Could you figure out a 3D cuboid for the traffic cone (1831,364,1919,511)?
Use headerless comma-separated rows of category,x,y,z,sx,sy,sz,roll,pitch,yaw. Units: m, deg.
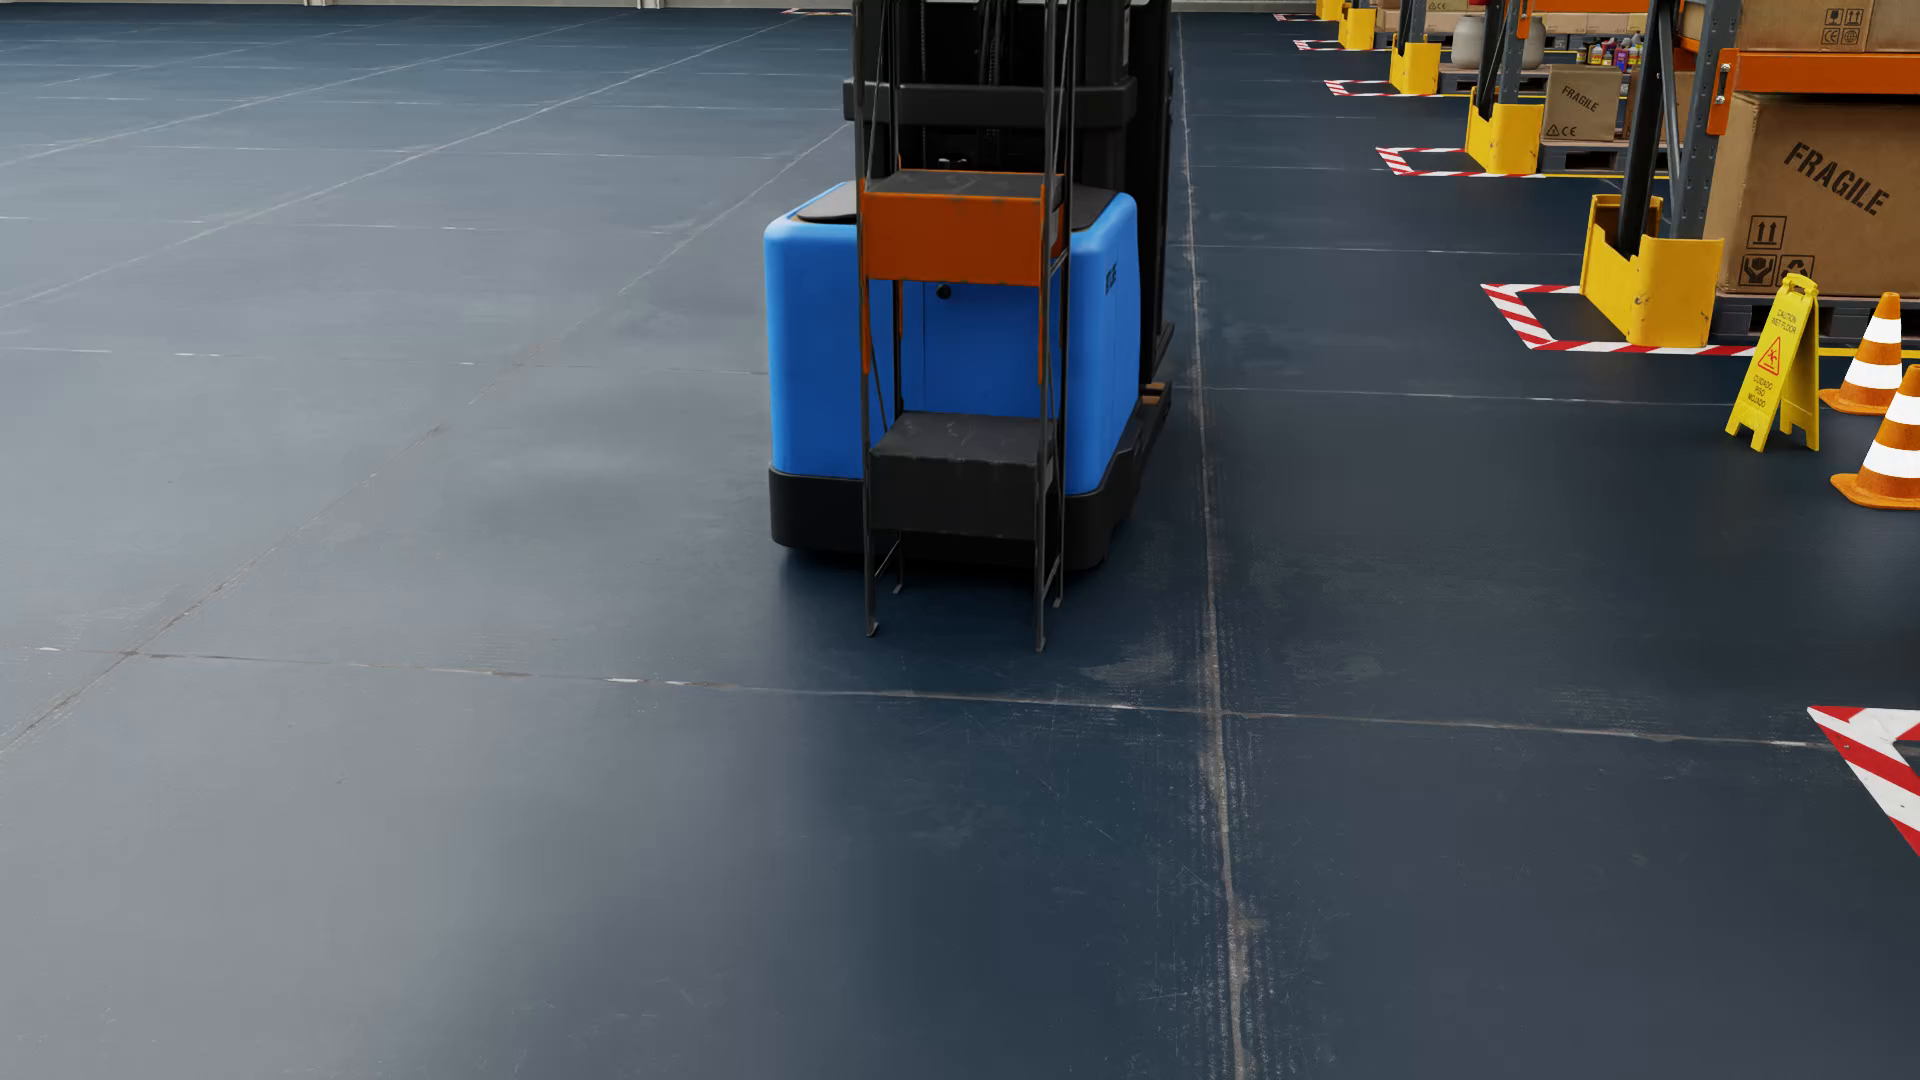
traffic cone,3.273,-0.378,5.765,0.334,0.463,0.336,2,22,6

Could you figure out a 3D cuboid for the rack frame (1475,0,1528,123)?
rack frame,4.068,-4.303,12.244,0.127,3.000,1.000,2,22,6

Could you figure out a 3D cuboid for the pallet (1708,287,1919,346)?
pallet,4.187,-1.194,8.172,1.213,0.211,1.003,2,22,6

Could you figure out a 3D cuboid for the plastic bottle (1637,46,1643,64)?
plastic bottle,6.854,-4.836,16.704,0.097,0.271,0.097,0,22,0

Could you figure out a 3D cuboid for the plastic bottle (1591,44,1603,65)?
plastic bottle,6.415,-4.855,16.753,0.097,0.271,0.097,0,22,0

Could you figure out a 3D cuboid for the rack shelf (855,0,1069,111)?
rack shelf,0.020,-1.387,4.226,0.480,0.518,0.431,4,22,11

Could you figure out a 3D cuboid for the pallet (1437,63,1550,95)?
pallet,5.538,-4.791,17.272,1.213,0.211,1.003,2,22,6

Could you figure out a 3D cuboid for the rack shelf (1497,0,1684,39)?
rack shelf,6.054,-3.882,12.158,4.000,0.370,1.077,2,22,6

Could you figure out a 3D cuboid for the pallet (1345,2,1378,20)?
pallet,6.695,-8.380,26.350,1.213,0.211,1.003,2,22,6

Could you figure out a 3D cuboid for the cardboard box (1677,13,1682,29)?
cardboard box,9.655,-6.751,21.605,0.500,0.250,0.500,2,22,6

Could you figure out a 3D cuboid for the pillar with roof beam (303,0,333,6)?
pillar with roof beam,-11.768,-12.011,23.581,0.400,9.000,9.100,2,22,6

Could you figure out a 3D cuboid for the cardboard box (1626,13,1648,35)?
cardboard box,8.723,-6.604,21.232,0.500,0.250,0.500,2,22,6

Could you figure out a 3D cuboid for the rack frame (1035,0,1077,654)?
rack frame,0.259,-0.731,4.432,0.015,2.100,0.400,4,22,11

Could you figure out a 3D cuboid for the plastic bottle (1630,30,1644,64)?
plastic bottle,7.076,-5.132,17.346,0.185,0.351,0.144,3,22,9

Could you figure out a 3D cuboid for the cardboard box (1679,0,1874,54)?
cardboard box,3.758,-2.567,7.649,0.550,0.550,0.875,2,22,6

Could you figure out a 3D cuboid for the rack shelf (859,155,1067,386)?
rack shelf,0.020,-0.736,4.483,0.480,0.518,0.431,4,22,11

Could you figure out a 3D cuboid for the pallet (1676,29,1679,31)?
pallet,9.946,-6.432,21.423,1.213,0.211,1.003,2,22,6

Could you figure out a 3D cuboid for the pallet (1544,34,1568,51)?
pallet,7.210,-6.552,21.724,1.213,0.211,1.003,2,22,6

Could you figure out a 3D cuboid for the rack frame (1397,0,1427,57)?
rack frame,4.651,-6.111,16.818,0.127,3.000,1.000,2,22,6

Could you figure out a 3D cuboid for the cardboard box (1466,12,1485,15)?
cardboard box,6.737,-6.690,21.450,0.500,0.250,0.500,2,22,6

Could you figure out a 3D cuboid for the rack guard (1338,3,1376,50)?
rack guard,5.214,-6.758,21.855,0.348,0.500,1.175,2,22,6

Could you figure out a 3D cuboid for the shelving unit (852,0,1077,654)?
shelving unit,0.020,-0.749,4.478,0.503,2.100,0.431,4,22,11

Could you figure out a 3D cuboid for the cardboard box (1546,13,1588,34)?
cardboard box,7.730,-6.645,21.337,0.500,0.250,0.500,2,22,6

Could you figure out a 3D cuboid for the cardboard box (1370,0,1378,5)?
cardboard box,6.493,-8.620,26.222,0.500,0.311,0.500,0,22,0

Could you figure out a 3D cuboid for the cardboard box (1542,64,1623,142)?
cardboard box,4.686,-3.303,12.543,0.500,0.500,0.500,7,23,16

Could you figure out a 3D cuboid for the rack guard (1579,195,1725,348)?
rack guard,3.360,-1.335,8.137,0.348,0.500,1.175,2,22,6

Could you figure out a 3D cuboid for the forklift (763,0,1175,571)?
forklift,0.229,-1.780,5.954,1.130,2.935,3.031,5,22,12

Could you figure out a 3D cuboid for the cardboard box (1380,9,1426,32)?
cardboard box,5.744,-6.732,21.557,0.500,0.250,0.500,2,22,6

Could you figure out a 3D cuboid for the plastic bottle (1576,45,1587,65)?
plastic bottle,6.526,-5.095,17.456,0.097,0.201,0.097,0,22,0

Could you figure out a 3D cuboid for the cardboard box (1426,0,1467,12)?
cardboard box,6.240,-7.060,21.366,0.500,0.500,0.500,2,22,6

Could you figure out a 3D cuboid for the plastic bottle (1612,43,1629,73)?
plastic bottle,6.637,-4.844,16.709,0.133,0.283,0.061,3,22,7

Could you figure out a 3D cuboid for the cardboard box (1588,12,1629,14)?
cardboard box,8.228,-6.978,21.159,0.500,0.500,0.500,2,22,6

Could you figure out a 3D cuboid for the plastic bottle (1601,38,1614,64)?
plastic bottle,6.773,-5.109,17.389,0.135,0.276,0.152,3,22,7

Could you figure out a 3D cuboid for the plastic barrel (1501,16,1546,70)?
plastic barrel,5.811,-5.128,17.142,0.421,0.512,0.421,0,22,0

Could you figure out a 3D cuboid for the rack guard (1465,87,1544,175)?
rack guard,4.143,-3.137,12.696,0.348,0.500,1.175,2,22,6

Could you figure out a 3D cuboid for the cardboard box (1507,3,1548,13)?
cardboard box,7.233,-7.015,21.252,0.500,0.500,0.500,2,22,6
